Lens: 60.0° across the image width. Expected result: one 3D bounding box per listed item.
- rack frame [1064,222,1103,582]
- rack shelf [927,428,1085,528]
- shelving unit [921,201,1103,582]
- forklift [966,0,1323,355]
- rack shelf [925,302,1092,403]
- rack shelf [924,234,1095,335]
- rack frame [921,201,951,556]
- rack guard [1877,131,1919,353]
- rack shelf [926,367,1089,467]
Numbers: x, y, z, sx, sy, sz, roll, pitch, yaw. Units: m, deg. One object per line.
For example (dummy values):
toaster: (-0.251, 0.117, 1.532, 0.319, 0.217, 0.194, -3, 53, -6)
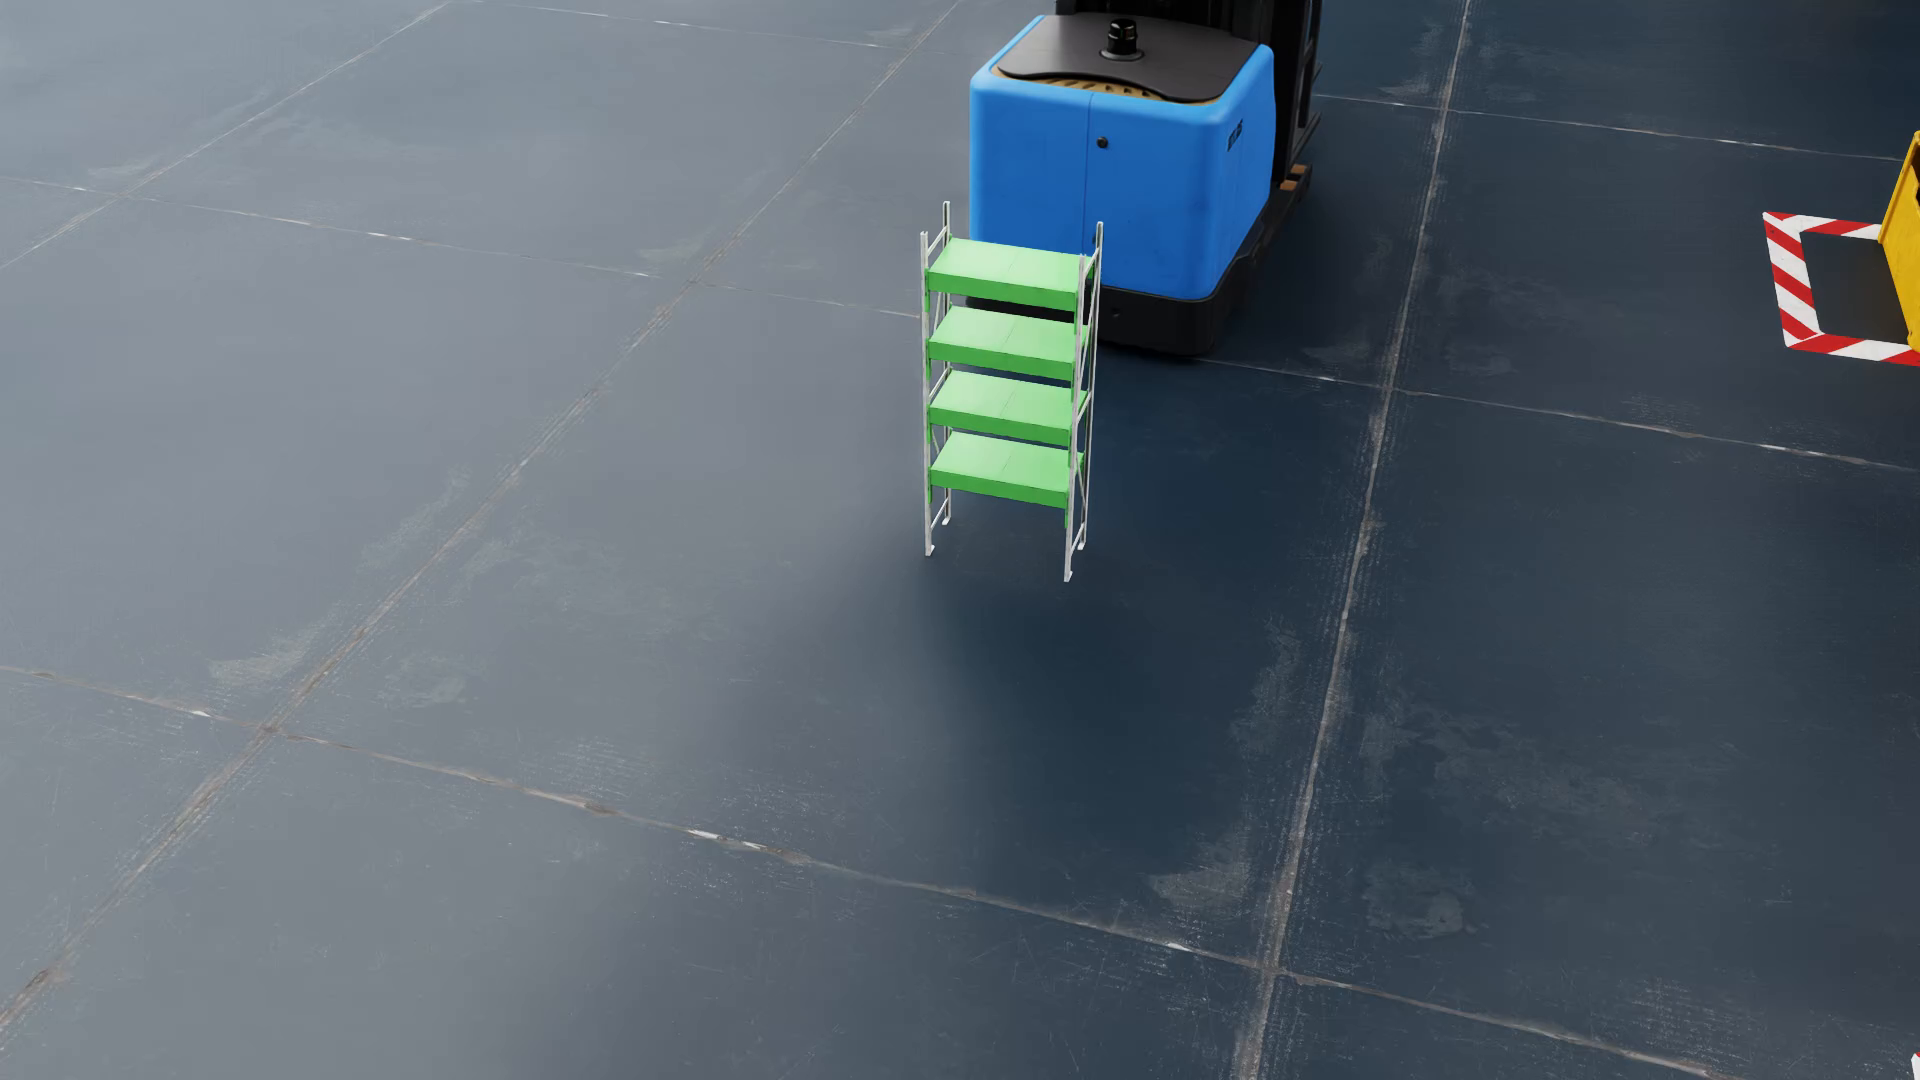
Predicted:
rack frame: (0.391, -0.411, 5.296, 0.015, 1.200, 0.240, 10, 38, 14)
rack shelf: (0.158, -0.209, 5.535, 0.480, 0.148, 0.258, 10, 38, 14)
shelving unit: (0.158, -0.454, 5.355, 0.503, 1.200, 0.258, 10, 38, 14)
forklift: (1.043, -2.788, 7.065, 1.130, 2.935, 3.031, 13, 38, 17)
rack shelf: (0.158, -0.596, 5.250, 0.480, 0.148, 0.258, 10, 38, 14)
rack shelf: (0.158, -0.789, 5.108, 0.480, 0.148, 0.258, 10, 38, 14)
rack frame: (-0.075, -0.497, 5.413, 0.015, 1.200, 0.240, 10, 38, 14)
rack guard: (4.222, -1.263, 7.045, 0.348, 0.500, 1.175, 10, 38, 14)
rack shelf: (0.158, -0.402, 5.392, 0.480, 0.148, 0.258, 10, 38, 14)
